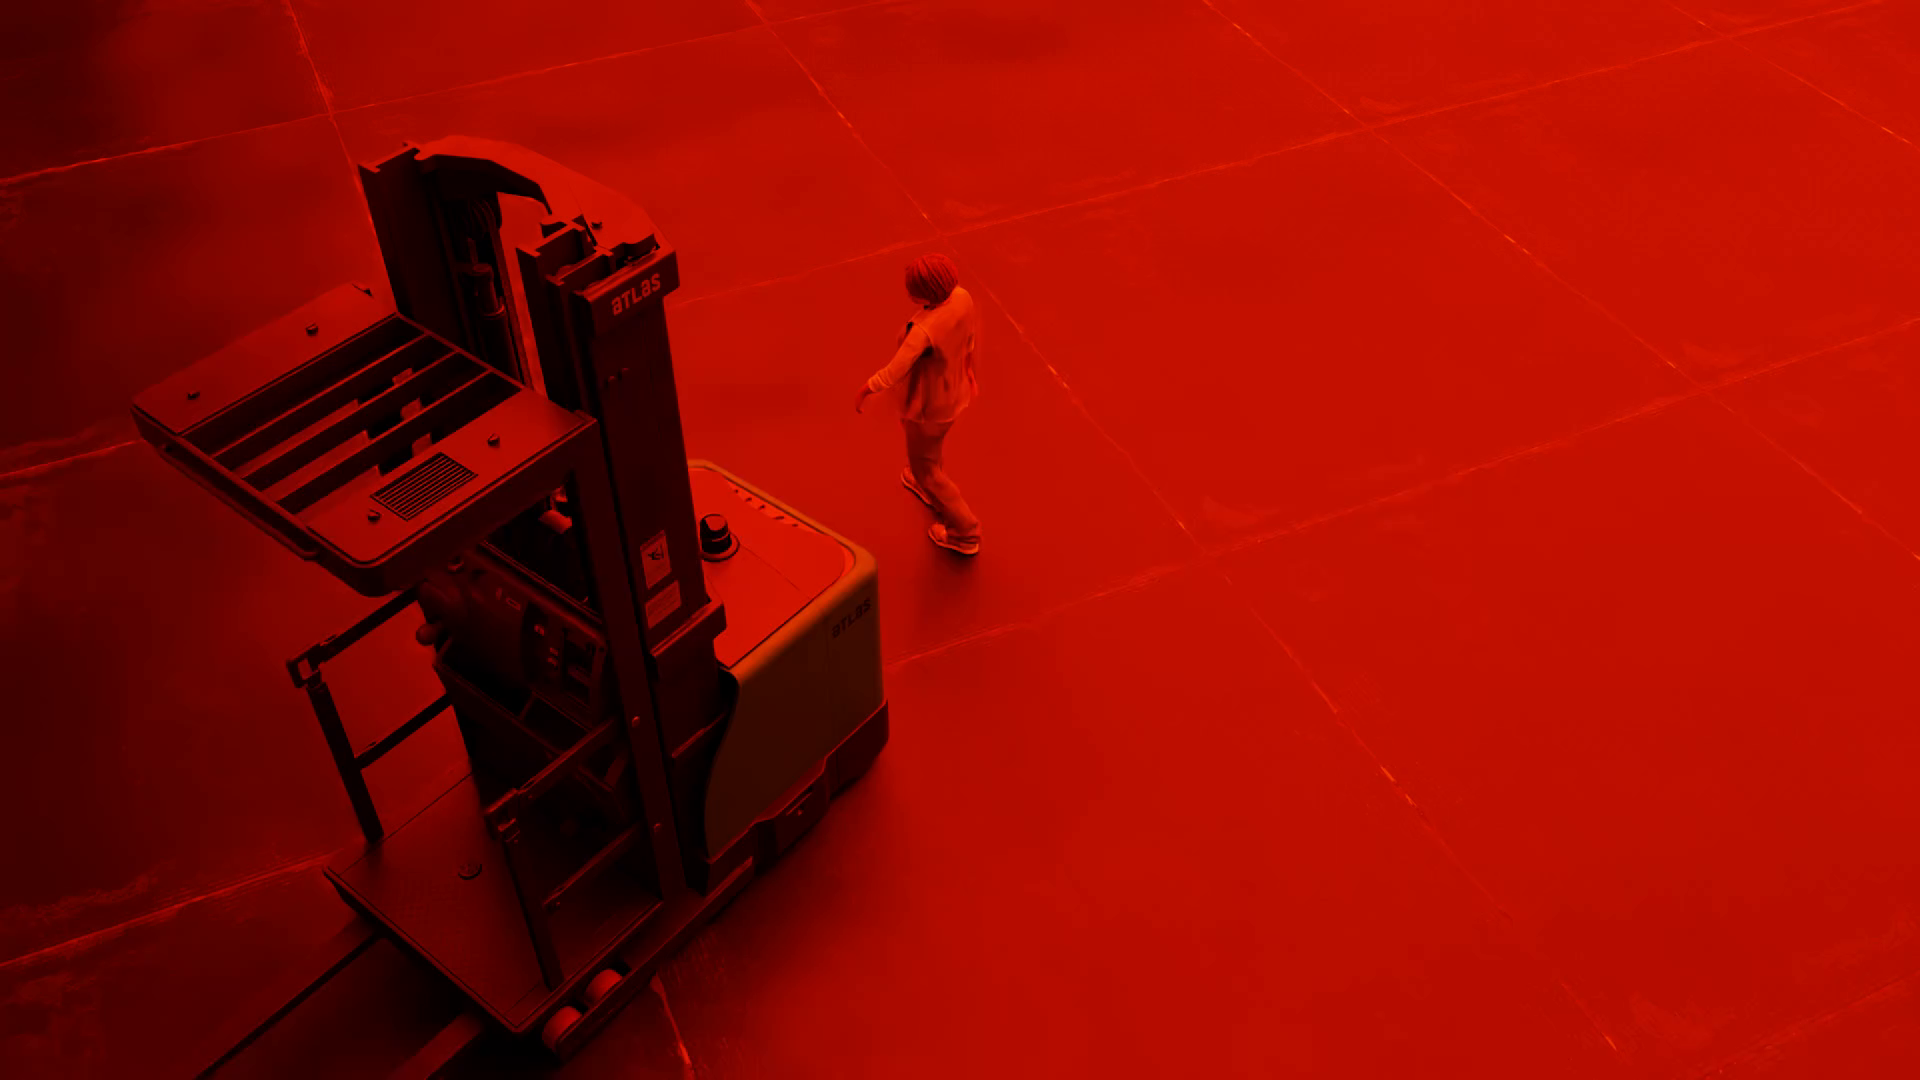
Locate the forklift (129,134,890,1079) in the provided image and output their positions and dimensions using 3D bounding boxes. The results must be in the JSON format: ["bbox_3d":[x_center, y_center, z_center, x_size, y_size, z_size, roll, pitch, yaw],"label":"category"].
[{"bbox_3d":[-1.603,0.355,5.300,1.130,2.935,3.031,29,50,27],"label":"forklift"}]

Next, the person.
[{"bbox_3d":[-0.122,-0.637,7.381,0.586,1.553,0.528,18,46,18],"label":"person"}]
